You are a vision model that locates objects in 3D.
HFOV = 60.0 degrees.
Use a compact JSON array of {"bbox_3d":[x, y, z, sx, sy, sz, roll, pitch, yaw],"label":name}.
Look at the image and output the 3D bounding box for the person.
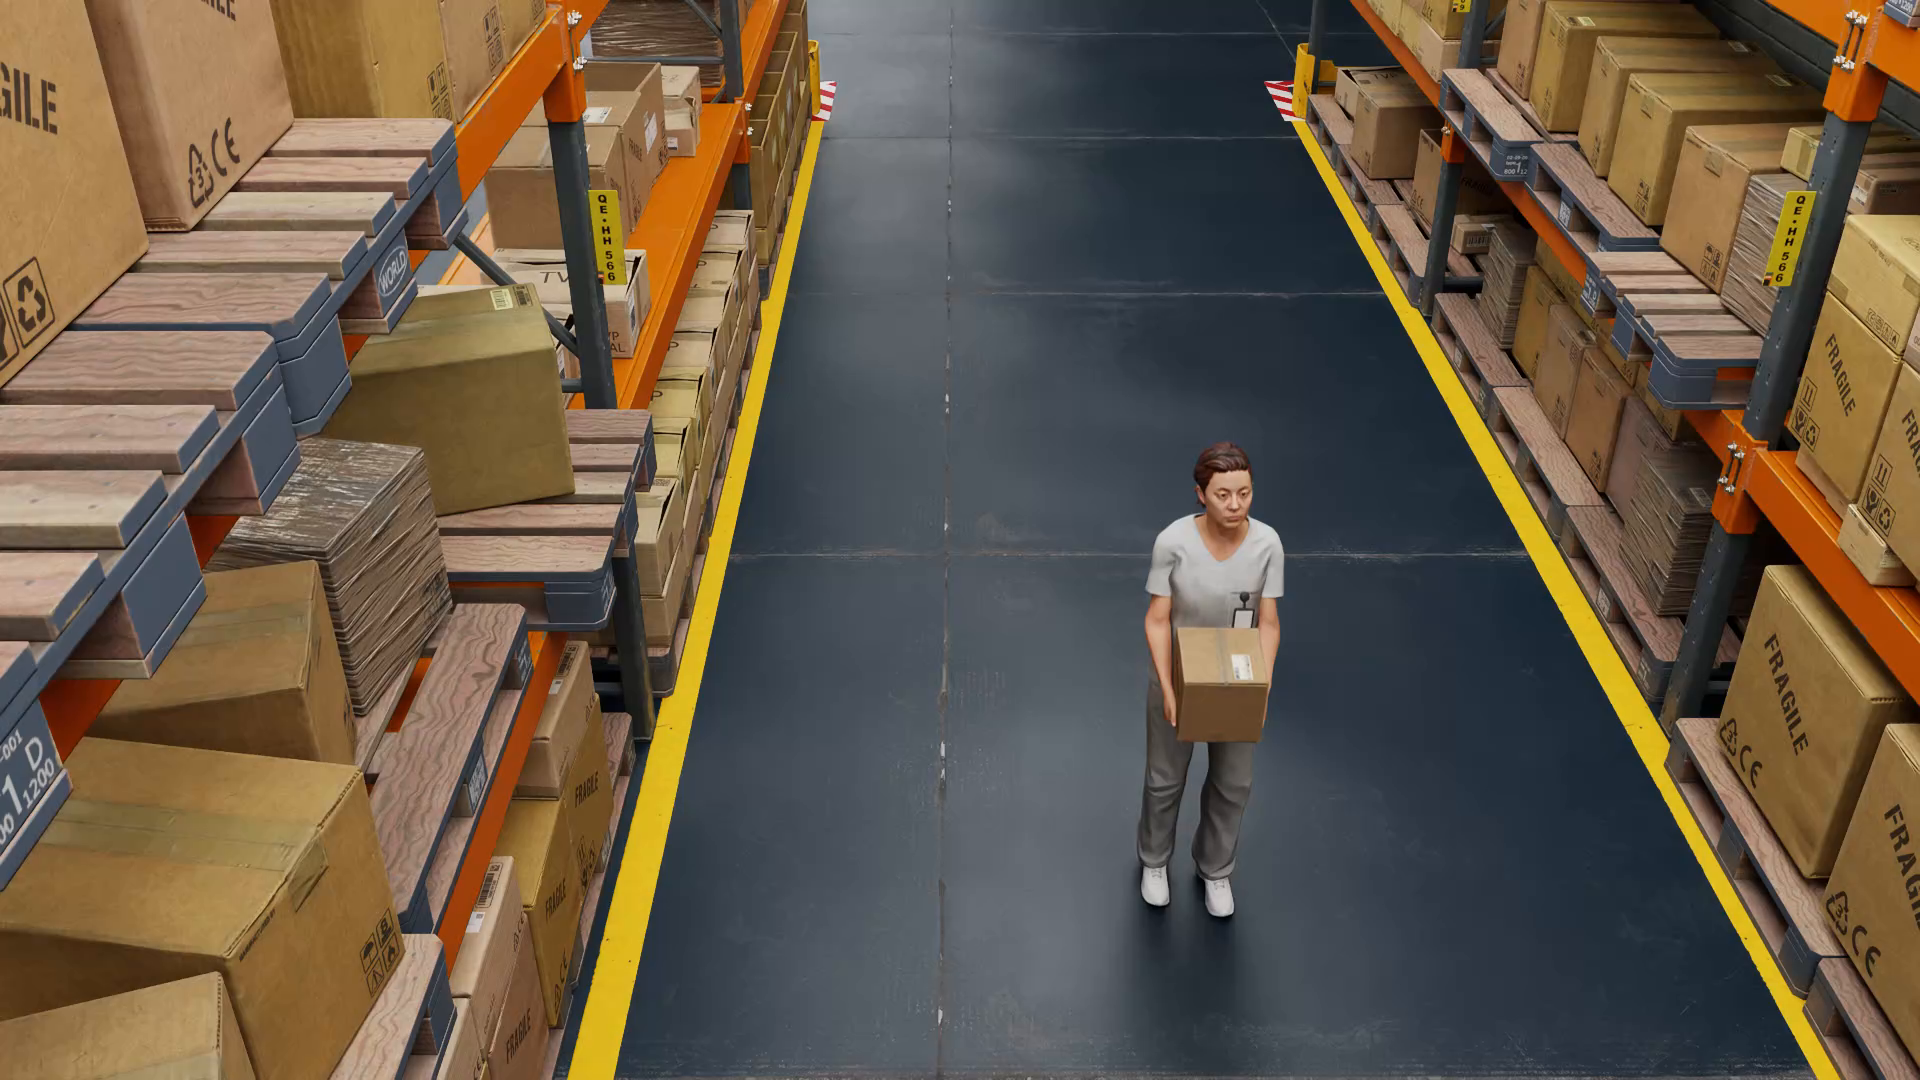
[{"bbox_3d":[0.795,0.494,5.348,0.436,1.663,0.554,0,32,1],"label":"person"}]
